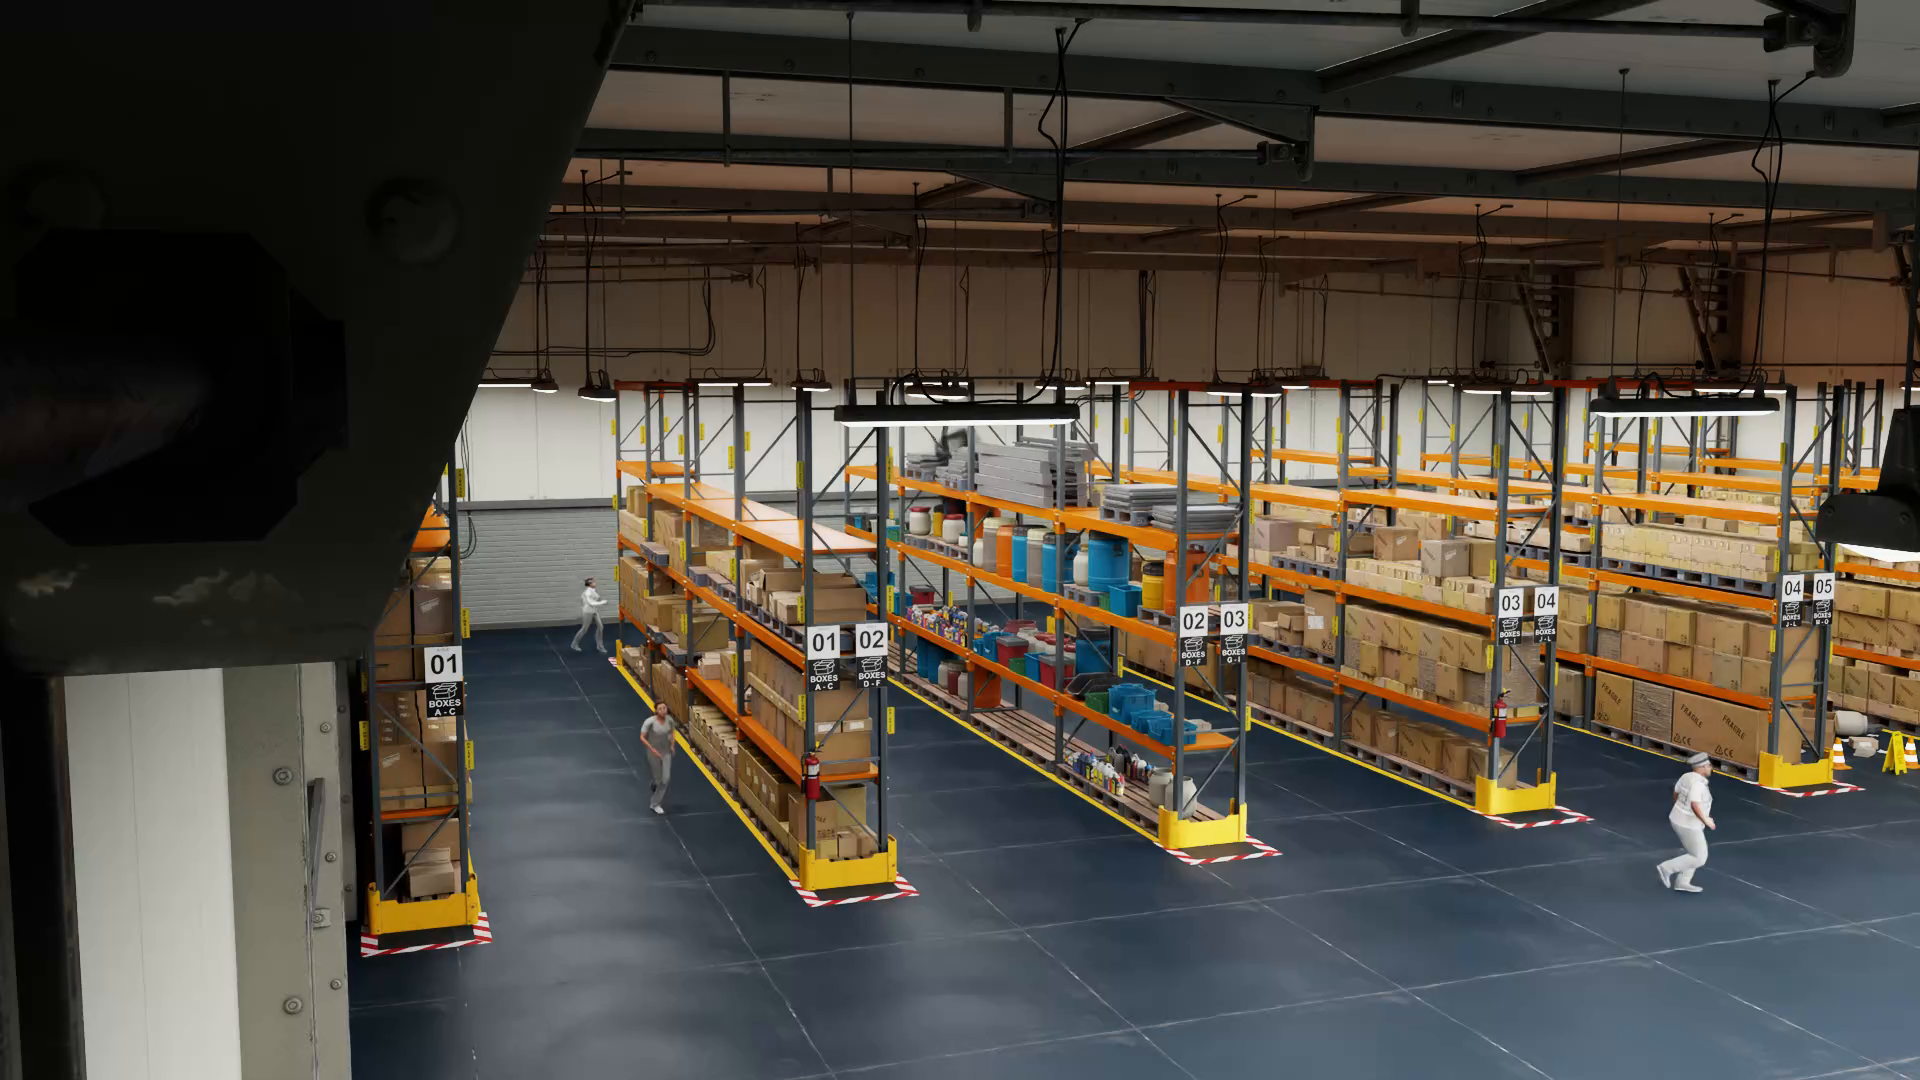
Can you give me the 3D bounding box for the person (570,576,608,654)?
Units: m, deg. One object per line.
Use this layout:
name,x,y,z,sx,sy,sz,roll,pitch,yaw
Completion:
person,-8.110,1.642,36.362,0.846,1.740,0.587,0,6,3

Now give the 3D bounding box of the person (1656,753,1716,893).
person,8.678,3.388,19.917,0.650,1.711,0.664,1,6,6

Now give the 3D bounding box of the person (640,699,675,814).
person,-4.317,3.041,23.664,0.549,1.623,0.629,-3,7,-27

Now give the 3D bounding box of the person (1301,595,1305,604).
person,9.233,0.798,44.067,0.569,1.784,0.798,5,8,37
